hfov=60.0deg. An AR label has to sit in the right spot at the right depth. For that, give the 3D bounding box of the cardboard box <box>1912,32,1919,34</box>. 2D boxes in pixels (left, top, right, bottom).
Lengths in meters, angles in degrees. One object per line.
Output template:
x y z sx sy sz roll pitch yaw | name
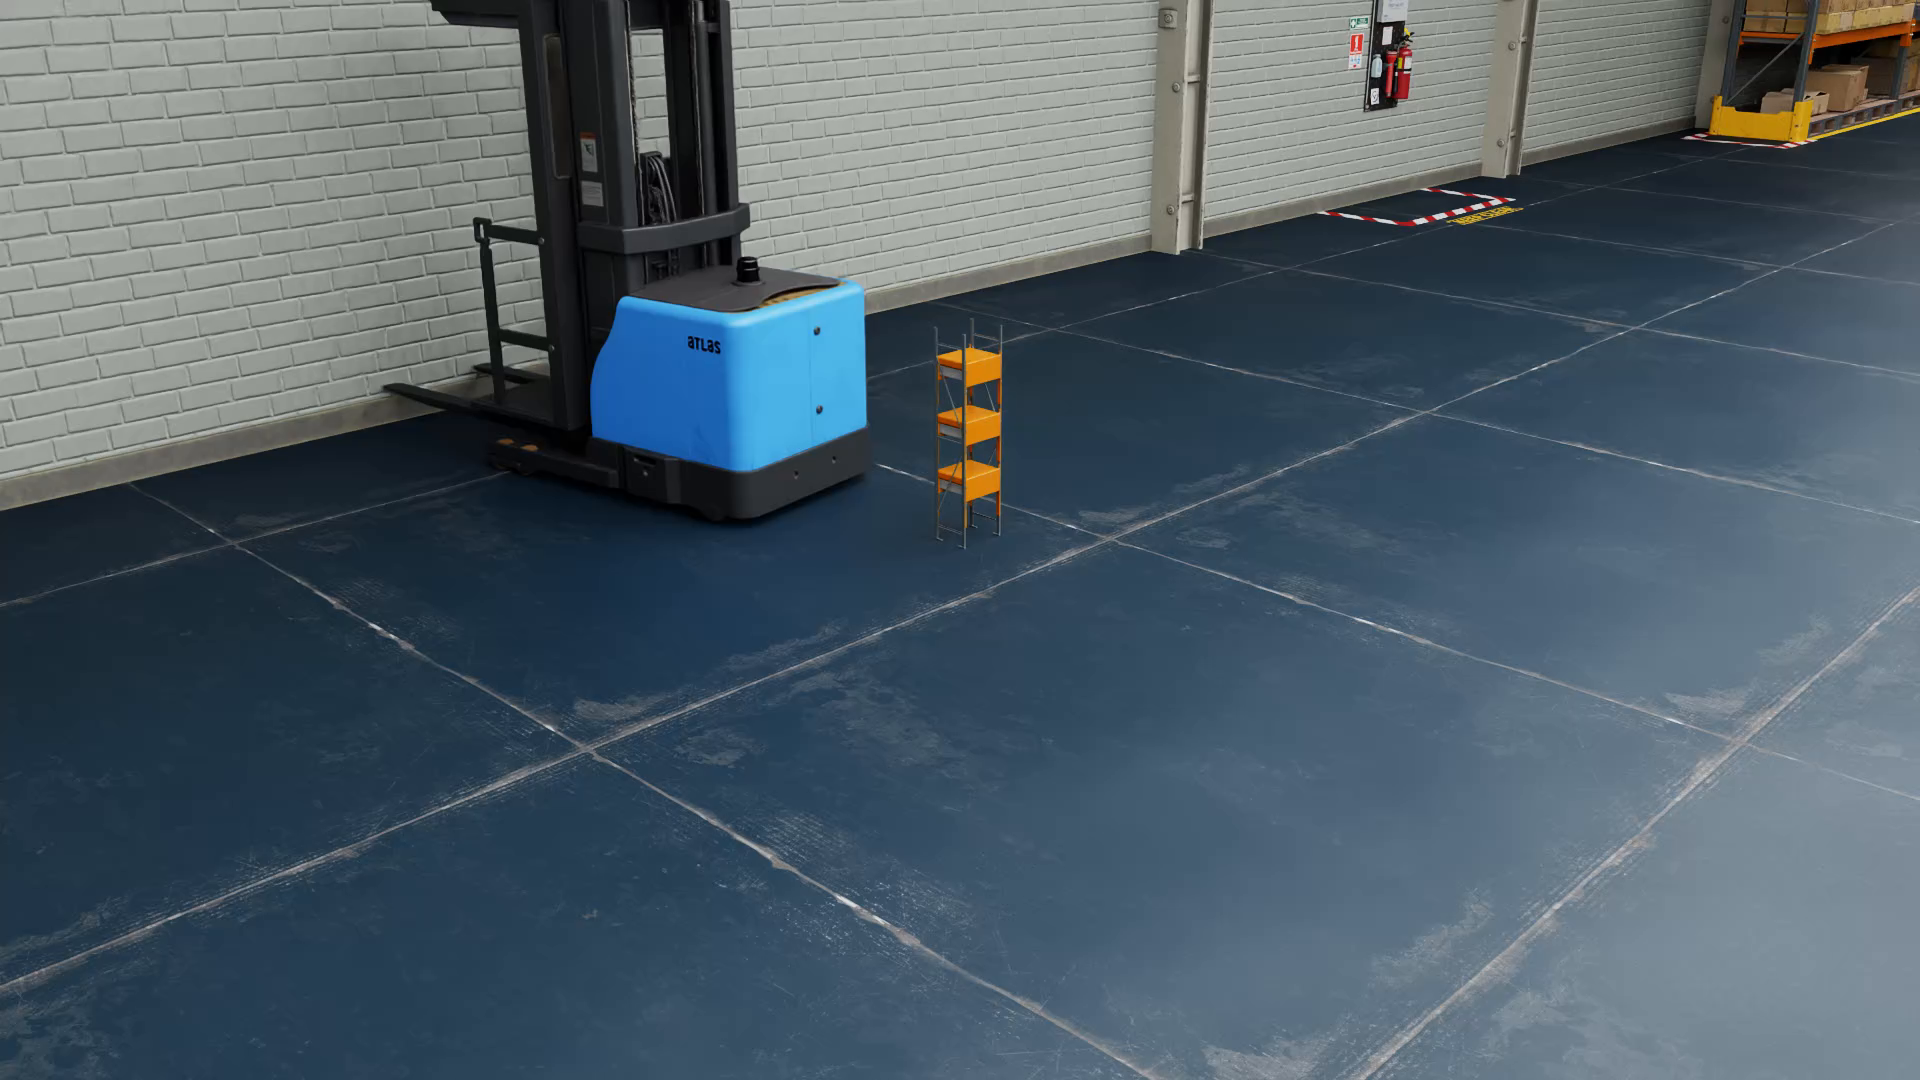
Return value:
15.097 -7.797 26.006 0.500 0.250 0.500 -20 28 -41 | cardboard box

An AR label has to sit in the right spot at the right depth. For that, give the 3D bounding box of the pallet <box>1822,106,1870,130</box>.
11.920 -5.911 23.160 1.003 0.211 1.213 19 28 41 | pallet

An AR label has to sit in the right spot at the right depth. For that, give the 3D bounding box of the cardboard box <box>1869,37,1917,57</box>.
14.021 -7.406 24.986 0.500 0.250 0.500 19 28 40 | cardboard box

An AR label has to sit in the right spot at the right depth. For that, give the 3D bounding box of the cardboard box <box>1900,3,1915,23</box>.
13.101 -7.451 23.461 0.500 0.250 0.500 19 28 41 | cardboard box

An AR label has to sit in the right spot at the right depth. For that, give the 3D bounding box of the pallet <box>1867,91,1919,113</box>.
13.757 -6.608 24.974 1.003 0.211 1.213 19 28 41 | pallet

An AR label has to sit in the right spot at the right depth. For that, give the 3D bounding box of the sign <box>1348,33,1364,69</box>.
3.896 -4.810 16.358 0.001 0.329 0.234 19 28 41 | sign

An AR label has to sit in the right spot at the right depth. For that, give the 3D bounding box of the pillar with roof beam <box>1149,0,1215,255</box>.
5.006 -5.716 10.403 9.100 9.000 0.400 19 28 41 | pillar with roof beam

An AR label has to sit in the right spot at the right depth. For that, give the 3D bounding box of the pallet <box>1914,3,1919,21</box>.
13.852 -7.780 24.402 1.003 0.211 1.213 19 28 41 | pallet

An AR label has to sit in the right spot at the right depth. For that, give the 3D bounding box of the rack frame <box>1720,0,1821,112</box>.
10.424 -6.681 21.277 1.000 3.000 0.127 19 28 41 | rack frame

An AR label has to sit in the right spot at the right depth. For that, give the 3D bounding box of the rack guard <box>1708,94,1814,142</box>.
10.477 -5.534 21.776 1.175 0.500 0.348 19 28 41 | rack guard

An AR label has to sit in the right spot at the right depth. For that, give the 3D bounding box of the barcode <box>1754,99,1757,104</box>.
10.697 -5.896 22.355 0.001 0.075 0.075 19 28 41 | barcode

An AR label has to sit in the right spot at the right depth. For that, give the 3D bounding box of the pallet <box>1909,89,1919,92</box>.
14.608 -6.924 25.793 1.003 0.211 1.213 19 28 41 | pallet

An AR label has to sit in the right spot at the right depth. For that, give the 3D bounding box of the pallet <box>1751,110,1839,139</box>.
11.069 -5.599 22.348 1.003 0.211 1.213 19 28 41 | pallet

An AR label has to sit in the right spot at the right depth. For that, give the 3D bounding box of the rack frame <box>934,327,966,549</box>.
-0.048 -0.472 7.840 0.200 1.050 0.008 19 28 41 | rack frame

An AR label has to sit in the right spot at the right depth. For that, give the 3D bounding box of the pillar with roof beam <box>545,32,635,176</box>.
0.820 -4.174 6.390 9.100 9.000 0.400 19 28 41 | pillar with roof beam

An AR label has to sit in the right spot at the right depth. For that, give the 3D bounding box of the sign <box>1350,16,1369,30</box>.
3.906 -5.056 16.261 0.001 0.109 0.331 19 28 41 | sign

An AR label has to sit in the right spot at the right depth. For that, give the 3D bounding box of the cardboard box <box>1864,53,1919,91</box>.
14.041 -7.087 25.203 0.700 0.500 0.500 19 28 40 | cardboard box

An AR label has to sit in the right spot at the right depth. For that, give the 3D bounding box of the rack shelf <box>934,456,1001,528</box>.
0.037 -0.234 8.025 0.215 0.259 0.240 19 28 41 | rack shelf

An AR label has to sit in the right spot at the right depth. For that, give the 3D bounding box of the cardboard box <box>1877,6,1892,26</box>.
12.408 -7.192 22.787 0.500 0.250 0.500 19 28 40 | cardboard box

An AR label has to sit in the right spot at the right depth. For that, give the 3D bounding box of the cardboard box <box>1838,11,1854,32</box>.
11.344 -6.804 21.776 0.500 0.250 0.500 18 28 39 | cardboard box

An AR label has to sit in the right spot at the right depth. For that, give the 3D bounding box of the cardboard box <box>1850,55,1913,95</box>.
13.716 -6.941 24.824 0.500 0.500 0.700 -19 28 -40 | cardboard box

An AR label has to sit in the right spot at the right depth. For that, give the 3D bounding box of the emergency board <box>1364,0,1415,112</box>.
4.356 -4.910 16.667 0.194 1.169 0.643 19 28 41 | emergency board

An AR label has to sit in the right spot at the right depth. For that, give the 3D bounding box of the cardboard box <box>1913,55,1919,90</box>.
14.425 -7.208 25.517 0.700 0.500 0.500 20 28 41 | cardboard box

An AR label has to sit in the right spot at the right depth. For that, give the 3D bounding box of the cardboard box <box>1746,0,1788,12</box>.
10.601 -7.145 21.619 0.500 0.500 0.500 19 28 40 | cardboard box

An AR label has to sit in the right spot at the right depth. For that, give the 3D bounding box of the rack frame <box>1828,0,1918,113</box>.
13.214 -7.710 23.952 1.000 3.000 0.127 19 28 41 | rack frame

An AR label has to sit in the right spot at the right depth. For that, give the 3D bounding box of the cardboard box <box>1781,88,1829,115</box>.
11.369 -5.933 22.465 0.500 0.311 0.500 -17 27 -38 | cardboard box

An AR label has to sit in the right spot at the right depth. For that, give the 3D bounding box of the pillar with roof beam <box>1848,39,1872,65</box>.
17.563 -10.343 22.441 9.100 9.000 0.400 19 28 41 | pillar with roof beam

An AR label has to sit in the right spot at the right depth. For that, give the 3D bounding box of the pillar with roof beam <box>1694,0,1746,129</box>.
13.377 -8.801 18.428 9.100 9.000 0.400 19 28 41 | pillar with roof beam

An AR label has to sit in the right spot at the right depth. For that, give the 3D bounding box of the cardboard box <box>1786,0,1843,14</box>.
10.972 -7.018 21.289 0.500 0.500 0.500 19 28 41 | cardboard box

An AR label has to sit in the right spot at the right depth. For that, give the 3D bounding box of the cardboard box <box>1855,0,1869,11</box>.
11.689 -7.274 21.954 0.500 0.500 0.500 18 27 39 | cardboard box

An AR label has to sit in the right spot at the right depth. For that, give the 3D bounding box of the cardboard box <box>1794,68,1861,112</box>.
11.916 -6.198 22.890 0.700 0.500 0.500 17 27 37 | cardboard box

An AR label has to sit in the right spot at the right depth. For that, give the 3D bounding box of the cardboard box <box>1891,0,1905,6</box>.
12.762 -7.670 22.985 0.500 0.500 0.500 19 28 40 | cardboard box

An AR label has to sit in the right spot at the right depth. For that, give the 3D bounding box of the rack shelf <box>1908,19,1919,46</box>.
14.610 -7.888 25.418 1.077 0.370 4.000 19 28 41 | rack shelf

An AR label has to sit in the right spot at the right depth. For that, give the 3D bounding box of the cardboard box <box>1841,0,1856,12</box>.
11.324 -7.143 21.613 0.500 0.500 0.500 19 28 41 | cardboard box

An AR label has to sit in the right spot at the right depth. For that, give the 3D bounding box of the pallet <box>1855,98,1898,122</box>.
12.771 -6.226 23.980 1.003 0.211 1.213 19 28 41 | pallet

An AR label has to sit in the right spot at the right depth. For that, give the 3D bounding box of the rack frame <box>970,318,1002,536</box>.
0.122 -0.535 8.004 0.200 1.050 0.008 19 28 41 | rack frame

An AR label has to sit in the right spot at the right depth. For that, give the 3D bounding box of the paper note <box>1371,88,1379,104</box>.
4.183 -4.470 16.752 0.016 0.148 0.142 19 28 41 | paper note

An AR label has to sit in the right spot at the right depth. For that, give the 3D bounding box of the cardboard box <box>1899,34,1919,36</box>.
14.742 -7.664 25.659 0.500 0.250 0.500 19 28 40 | cardboard box

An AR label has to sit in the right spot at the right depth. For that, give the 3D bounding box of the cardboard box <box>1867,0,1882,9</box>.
12.041 -7.410 22.307 0.500 0.500 0.500 -19 28 -40 | cardboard box

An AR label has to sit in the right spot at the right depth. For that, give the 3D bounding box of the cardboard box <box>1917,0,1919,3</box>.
13.594 -8.084 24.173 0.700 0.500 0.500 19 28 41 | cardboard box

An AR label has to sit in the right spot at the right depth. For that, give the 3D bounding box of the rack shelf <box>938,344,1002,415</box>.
0.037 -0.759 7.824 0.215 0.259 0.240 19 28 41 | rack shelf

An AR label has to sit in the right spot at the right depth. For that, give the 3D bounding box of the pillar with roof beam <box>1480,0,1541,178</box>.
9.191 -7.258 14.416 9.100 9.000 0.400 19 28 41 | pillar with roof beam

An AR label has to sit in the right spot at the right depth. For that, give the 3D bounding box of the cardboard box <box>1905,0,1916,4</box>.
13.106 -7.800 23.323 0.500 0.500 0.500 19 28 41 | cardboard box

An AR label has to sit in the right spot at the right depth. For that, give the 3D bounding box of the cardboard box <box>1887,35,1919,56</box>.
14.381 -7.540 25.337 0.500 0.250 0.500 18 28 39 | cardboard box

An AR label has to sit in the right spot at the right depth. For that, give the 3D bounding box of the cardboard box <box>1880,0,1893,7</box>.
12.403 -7.543 22.656 0.500 0.500 0.500 18 28 39 | cardboard box

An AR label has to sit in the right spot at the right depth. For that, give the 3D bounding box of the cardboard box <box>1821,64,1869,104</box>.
12.519 -6.471 23.601 0.500 0.500 0.500 17 27 37 | cardboard box

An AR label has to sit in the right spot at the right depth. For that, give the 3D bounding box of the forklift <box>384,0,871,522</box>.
-1.975 -1.855 8.816 3.031 2.935 1.130 14 25 32 | forklift

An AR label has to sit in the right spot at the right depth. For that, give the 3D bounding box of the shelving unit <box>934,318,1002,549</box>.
0.037 -0.504 7.922 0.215 1.050 0.252 19 28 41 | shelving unit

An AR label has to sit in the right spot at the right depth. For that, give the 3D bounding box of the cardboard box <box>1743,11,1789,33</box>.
10.611 -6.789 21.739 0.500 0.250 0.500 -20 28 -41 | cardboard box

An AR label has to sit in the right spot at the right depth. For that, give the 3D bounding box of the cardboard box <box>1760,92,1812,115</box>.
10.971 -5.787 22.084 0.500 0.311 0.500 15 26 35 | cardboard box

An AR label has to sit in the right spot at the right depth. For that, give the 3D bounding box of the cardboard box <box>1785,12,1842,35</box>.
10.992 -6.667 21.419 0.500 0.250 0.500 18 28 39 | cardboard box

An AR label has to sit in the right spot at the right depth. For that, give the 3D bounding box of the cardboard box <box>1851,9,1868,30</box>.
11.704 -6.933 22.113 0.500 0.250 0.500 19 28 40 | cardboard box

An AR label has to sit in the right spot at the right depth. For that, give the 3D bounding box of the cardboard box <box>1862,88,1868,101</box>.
12.863 -6.447 24.004 0.380 0.166 0.250 15 26 34 | cardboard box

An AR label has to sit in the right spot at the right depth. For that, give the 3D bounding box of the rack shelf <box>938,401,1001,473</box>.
0.037 -0.494 7.926 0.215 0.259 0.240 19 28 41 | rack shelf

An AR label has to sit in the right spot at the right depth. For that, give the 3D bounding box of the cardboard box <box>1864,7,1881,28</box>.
12.058 -7.062 22.449 0.500 0.250 0.500 20 28 41 | cardboard box

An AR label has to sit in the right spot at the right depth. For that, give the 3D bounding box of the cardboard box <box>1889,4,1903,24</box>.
12.748 -7.325 23.133 0.500 0.250 0.500 19 28 41 | cardboard box

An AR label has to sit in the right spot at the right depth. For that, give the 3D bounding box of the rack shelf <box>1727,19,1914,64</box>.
11.819 -6.860 22.743 1.077 0.370 4.000 19 28 41 | rack shelf
